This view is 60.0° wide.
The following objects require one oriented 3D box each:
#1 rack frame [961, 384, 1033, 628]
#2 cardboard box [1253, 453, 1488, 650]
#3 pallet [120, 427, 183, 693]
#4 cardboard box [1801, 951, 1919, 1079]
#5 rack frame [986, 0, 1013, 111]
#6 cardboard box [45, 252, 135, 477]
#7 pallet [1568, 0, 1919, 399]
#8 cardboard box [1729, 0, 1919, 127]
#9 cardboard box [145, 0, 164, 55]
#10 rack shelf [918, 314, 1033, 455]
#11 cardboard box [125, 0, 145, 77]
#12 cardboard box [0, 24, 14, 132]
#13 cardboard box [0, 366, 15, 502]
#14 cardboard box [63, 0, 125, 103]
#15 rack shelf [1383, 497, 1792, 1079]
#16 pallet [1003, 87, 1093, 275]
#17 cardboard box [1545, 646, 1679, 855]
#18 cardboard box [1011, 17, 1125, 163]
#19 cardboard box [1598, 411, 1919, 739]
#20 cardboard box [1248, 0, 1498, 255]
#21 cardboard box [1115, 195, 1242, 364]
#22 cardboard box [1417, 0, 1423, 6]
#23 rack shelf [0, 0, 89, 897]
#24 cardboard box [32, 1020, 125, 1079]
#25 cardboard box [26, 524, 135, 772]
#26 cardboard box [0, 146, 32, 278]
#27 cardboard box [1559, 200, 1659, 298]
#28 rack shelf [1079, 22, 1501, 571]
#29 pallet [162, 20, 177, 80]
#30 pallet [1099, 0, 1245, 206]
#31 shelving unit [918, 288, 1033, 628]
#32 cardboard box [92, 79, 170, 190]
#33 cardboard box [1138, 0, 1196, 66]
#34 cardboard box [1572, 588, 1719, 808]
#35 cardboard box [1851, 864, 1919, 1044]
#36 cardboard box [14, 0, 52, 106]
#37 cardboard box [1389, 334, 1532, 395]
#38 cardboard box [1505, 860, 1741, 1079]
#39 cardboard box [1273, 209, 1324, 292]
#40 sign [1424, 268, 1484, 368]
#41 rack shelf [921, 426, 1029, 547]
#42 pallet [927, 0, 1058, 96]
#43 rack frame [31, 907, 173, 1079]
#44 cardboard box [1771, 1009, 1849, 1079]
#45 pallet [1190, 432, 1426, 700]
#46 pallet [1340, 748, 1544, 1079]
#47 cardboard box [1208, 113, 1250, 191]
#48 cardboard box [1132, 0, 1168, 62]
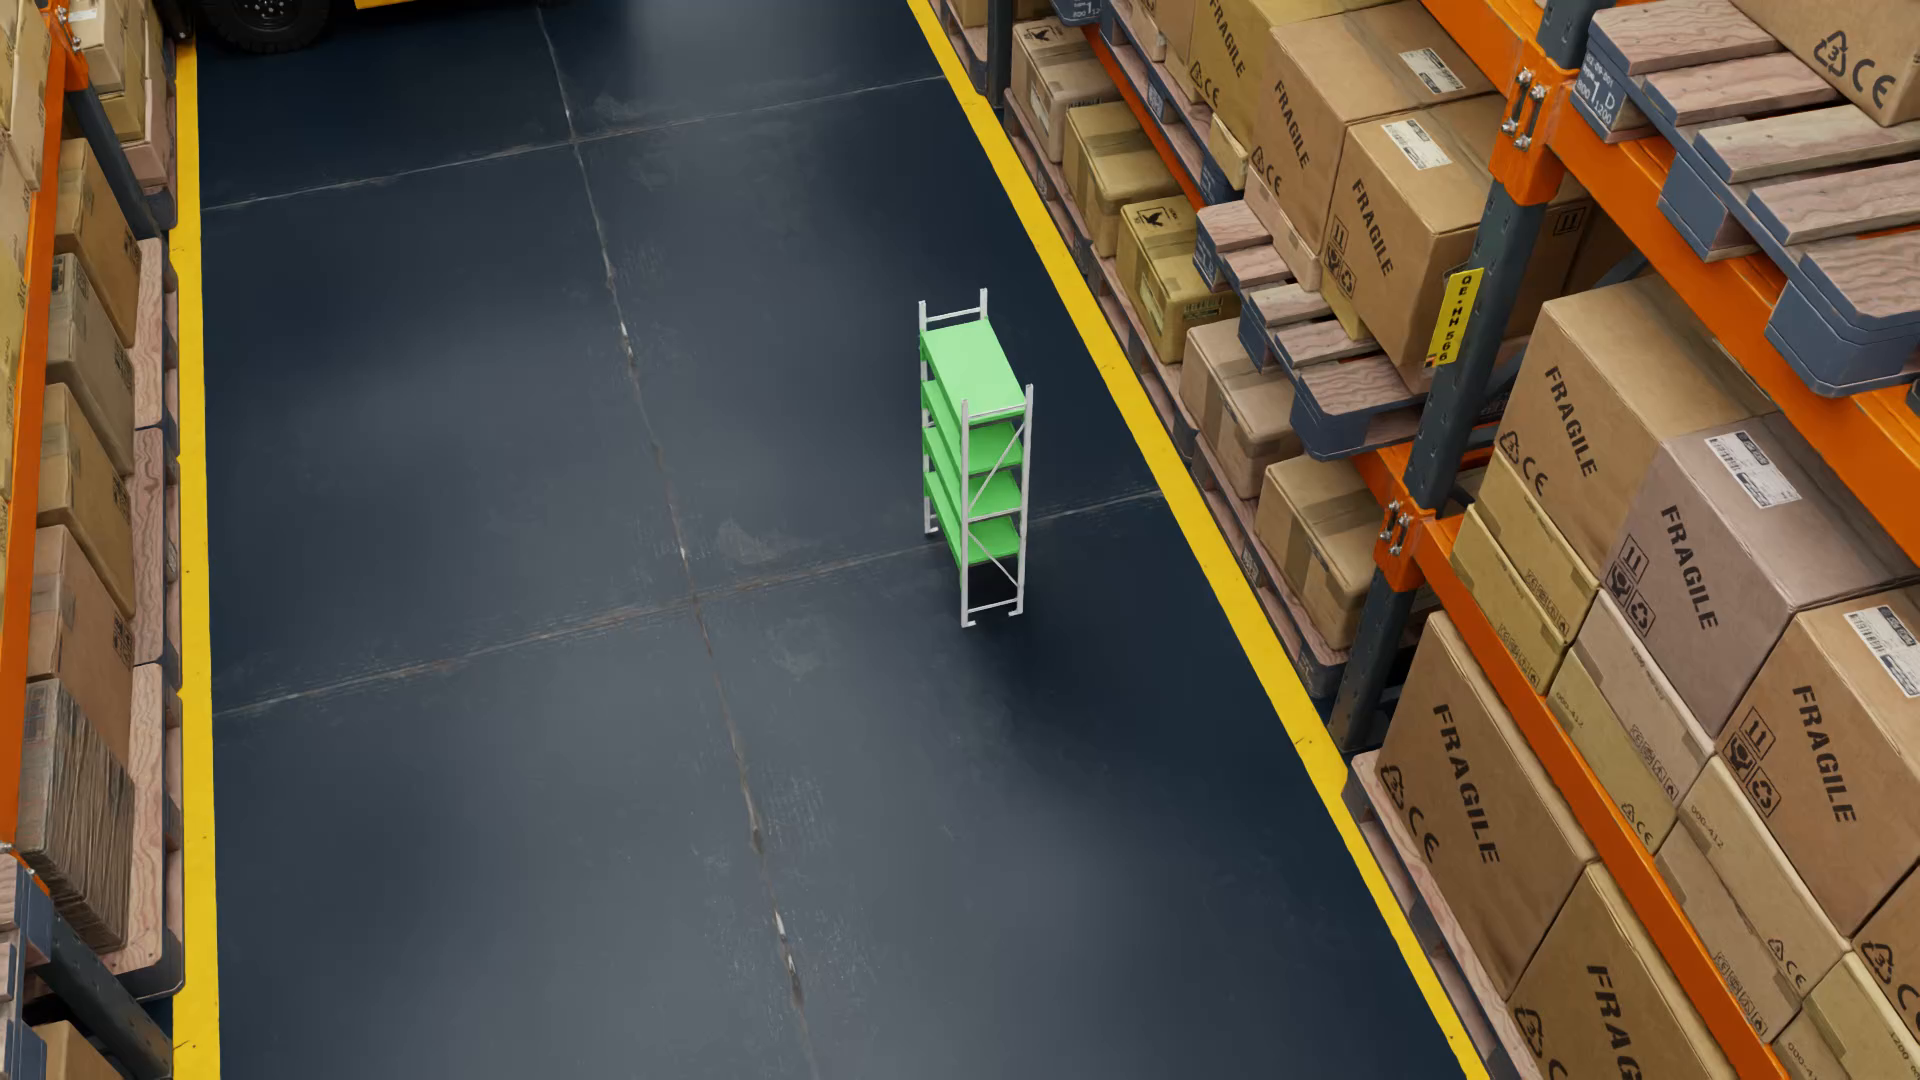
[{"bbox_3d":[0.121,-0.088,5.829,0.240,1.200,0.015,-13,51,-11],"label":"rack frame"},{"bbox_3d":[1.655,-0.065,6.076,0.950,0.372,0.625,-16,52,-13],"label":"cardboard box"},{"bbox_3d":[-3.492,0.163,6.264,1.003,0.211,1.213,-13,51,-11],"label":"pallet"},{"bbox_3d":[2.151,1.070,3.447,0.500,0.250,0.500,-13,51,-10],"label":"cardboard box"},{"bbox_3d":[0.629,-3.283,7.345,1.000,3.000,0.127,-13,51,-11],"label":"rack frame"},{"bbox_3d":[-3.724,-0.581,6.346,0.875,0.625,0.625,-14,51,-11],"label":"cardboard box"},{"bbox_3d":[2.053,-0.809,3.422,1.213,0.211,1.003,-11,51,-9],"label":"pallet"},{"bbox_3d":[2.068,-1.256,3.332,0.797,0.503,0.637,-16,52,-13],"label":"cardboard box"},{"bbox_3d":[-4.270,-2.574,8.272,0.500,0.250,0.500,-13,51,-10],"label":"cardboard box"},{"bbox_3d":[0.049,-0.534,5.661,0.258,0.148,0.480,-13,51,-11],"label":"rack shelf"},{"bbox_3d":[-4.110,-2.359,7.763,0.500,0.250,0.500,-14,51,-11],"label":"cardboard box"},{"bbox_3d":[-3.563,-1.596,5.694,0.500,0.250,0.500,-15,51,-12],"label":"cardboard box"},{"bbox_3d":[-3.129,-0.311,4.938,0.500,0.250,0.500,-15,51,-12],"label":"cardboard box"},{"bbox_3d":[-3.954,-2.154,7.263,0.500,0.250,0.500,-14,51,-12],"label":"cardboard box"},{"bbox_3d":[2.404,1.331,3.926,1.077,0.370,4.000,-13,51,-11],"label":"rack shelf"},{"bbox_3d":[0.861,-1.816,7.932,1.003,0.211,1.213,-13,51,-11],"label":"pallet"},{"bbox_3d":[1.885,0.472,4.278,0.500,0.250,0.500,-15,51,-12],"label":"cardboard box"},{"bbox_3d":[0.787,-2.189,7.867,0.950,0.372,0.625,-13,51,-11],"label":"cardboard box"},{"bbox_3d":[1.880,0.060,3.808,0.500,0.500,0.500,-13,51,-11],"label":"cardboard box"},{"bbox_3d":[1.249,-1.269,5.113,0.500,0.500,0.500,-14,51,-12],"label":"cardboard box"},{"bbox_3d":[1.210,-1.157,6.997,0.950,0.372,0.625,-12,51,-10],"label":"cardboard box"},{"bbox_3d":[1.576,-1.771,5.536,0.500,0.500,0.500,-13,51,-10],"label":"cardboard box"},{"bbox_3d":[-3.520,-0.465,5.441,1.077,0.370,4.000,-13,51,-11],"label":"rack shelf"},{"bbox_3d":[-2.598,1.694,4.510,0.500,0.500,0.500,-12,51,-10],"label":"cardboard box"},{"bbox_3d":[-3.300,0.459,5.469,0.875,0.625,0.625,-12,51,-10],"label":"cardboard box"},{"bbox_3d":[-3.441,-1.065,5.574,0.500,0.250,0.500,-13,51,-11],"label":"cardboard box"},{"bbox_3d":[1.900,-1.006,4.891,0.500,0.500,0.500,-15,51,-12],"label":"cardboard box"},{"bbox_3d":[1.221,-1.590,6.389,1.077,0.370,4.000,-13,51,-11],"label":"rack shelf"},{"bbox_3d":[-4.671,-2.742,8.713,1.003,0.211,1.213,-13,51,-11],"label":"pallet"},{"bbox_3d":[1.188,-1.736,6.167,1.003,0.211,1.213,-13,51,-11],"label":"pallet"},{"bbox_3d":[0.049,-0.266,5.979,0.258,1.200,0.503,-13,51,-11],"label":"shelving unit"},{"bbox_3d":[-3.938,-1.835,7.649,0.500,0.250,0.500,-13,51,-11],"label":"cardboard box"},{"bbox_3d":[0.938,-2.036,5.760,0.500,0.500,0.500,-15,52,-12],"label":"cardboard box"},{"bbox_3d":[1.878,0.329,4.071,0.500,0.250,0.500,-12,51,-10],"label":"cardboard box"},{"bbox_3d":[2.165,0.810,3.175,0.500,0.500,0.500,-13,51,-10],"label":"cardboard box"},{"bbox_3d":[-3.712,-1.801,6.194,0.500,0.250,0.500,-12,51,-10],"label":"cardboard box"},{"bbox_3d":[1.491,-0.602,4.975,0.380,0.149,0.250,-12,51,-10],"label":"cardboard box"},{"bbox_3d":[2.197,1.364,4.543,0.875,0.875,0.875,-13,51,-11],"label":"cardboard box"},{"bbox_3d":[1.225,-0.955,5.273,0.380,0.149,0.250,-14,51,-11],"label":"cardboard box"},{"bbox_3d":[1.297,-0.580,4.361,0.100,0.325,0.005,-13,51,-11],"label":"sign"},{"bbox_3d":[0.049,-0.225,6.028,0.258,0.148,0.480,-13,51,-11],"label":"rack shelf"},{"bbox_3d":[0.397,-2.867,8.818,1.003,0.211,1.213,-13,51,-11],"label":"pallet"},{"bbox_3d":[-2.928,0.764,3.934,1.000,3.000,0.127,-13,51,-11],"label":"rack frame"},{"bbox_3d":[2.184,1.216,3.650,0.500,0.250,0.500,-13,51,-11],"label":"cardboard box"},{"bbox_3d":[1.583,-0.034,6.430,1.003,0.211,1.213,-13,51,-11],"label":"pallet"},{"bbox_3d":[1.973,1.130,5.449,1.003,0.211,1.213,-13,51,-11],"label":"pallet"},{"bbox_3d":[1.063,-1.339,5.596,0.380,0.149,0.250,-13,51,-10],"label":"cardboard box"},{"bbox_3d":[0.850,-1.904,6.073,0.380,0.149,0.250,-12,51,-10],"label":"cardboard box"}]
